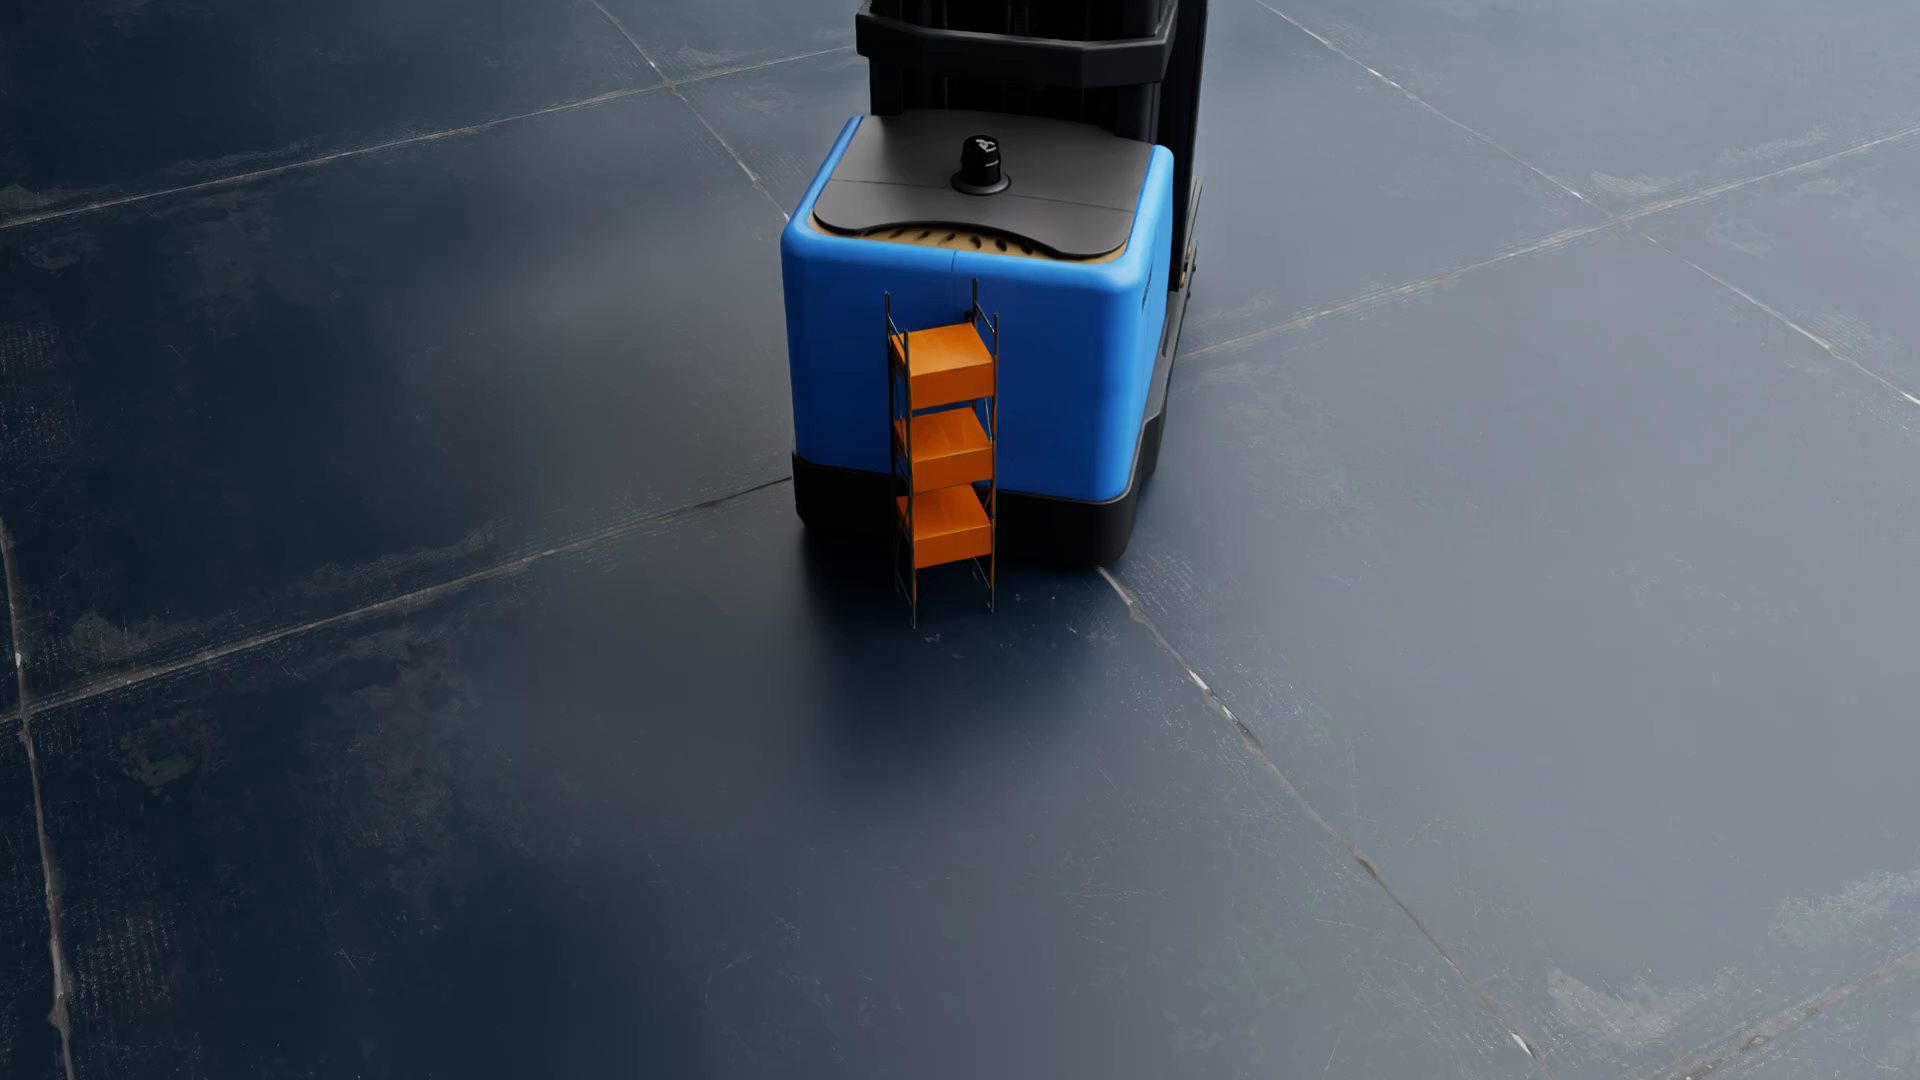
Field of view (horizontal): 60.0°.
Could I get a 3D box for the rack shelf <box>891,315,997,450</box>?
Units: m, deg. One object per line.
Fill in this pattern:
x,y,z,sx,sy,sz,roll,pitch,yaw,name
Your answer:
-0.049,-0.428,4.520,0.240,0.259,0.215,-11,42,-13,rack shelf

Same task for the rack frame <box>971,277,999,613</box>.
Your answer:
0.068,-0.243,4.724,0.008,1.050,0.200,-11,42,-13,rack frame

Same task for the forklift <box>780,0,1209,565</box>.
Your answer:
0.294,-2.001,5.346,1.130,2.935,3.031,8,41,9,forklift

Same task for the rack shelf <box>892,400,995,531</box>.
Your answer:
-0.049,-0.211,4.703,0.240,0.259,0.215,-11,42,-13,rack shelf

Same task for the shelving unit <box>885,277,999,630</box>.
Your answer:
-0.049,-0.219,4.696,0.252,1.050,0.215,-11,42,-13,shelving unit

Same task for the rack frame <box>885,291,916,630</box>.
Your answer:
-0.165,-0.196,4.669,0.008,1.050,0.200,-11,42,-13,rack frame

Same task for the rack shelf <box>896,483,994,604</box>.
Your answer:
-0.049,0.001,4.883,0.240,0.259,0.215,-11,42,-13,rack shelf
